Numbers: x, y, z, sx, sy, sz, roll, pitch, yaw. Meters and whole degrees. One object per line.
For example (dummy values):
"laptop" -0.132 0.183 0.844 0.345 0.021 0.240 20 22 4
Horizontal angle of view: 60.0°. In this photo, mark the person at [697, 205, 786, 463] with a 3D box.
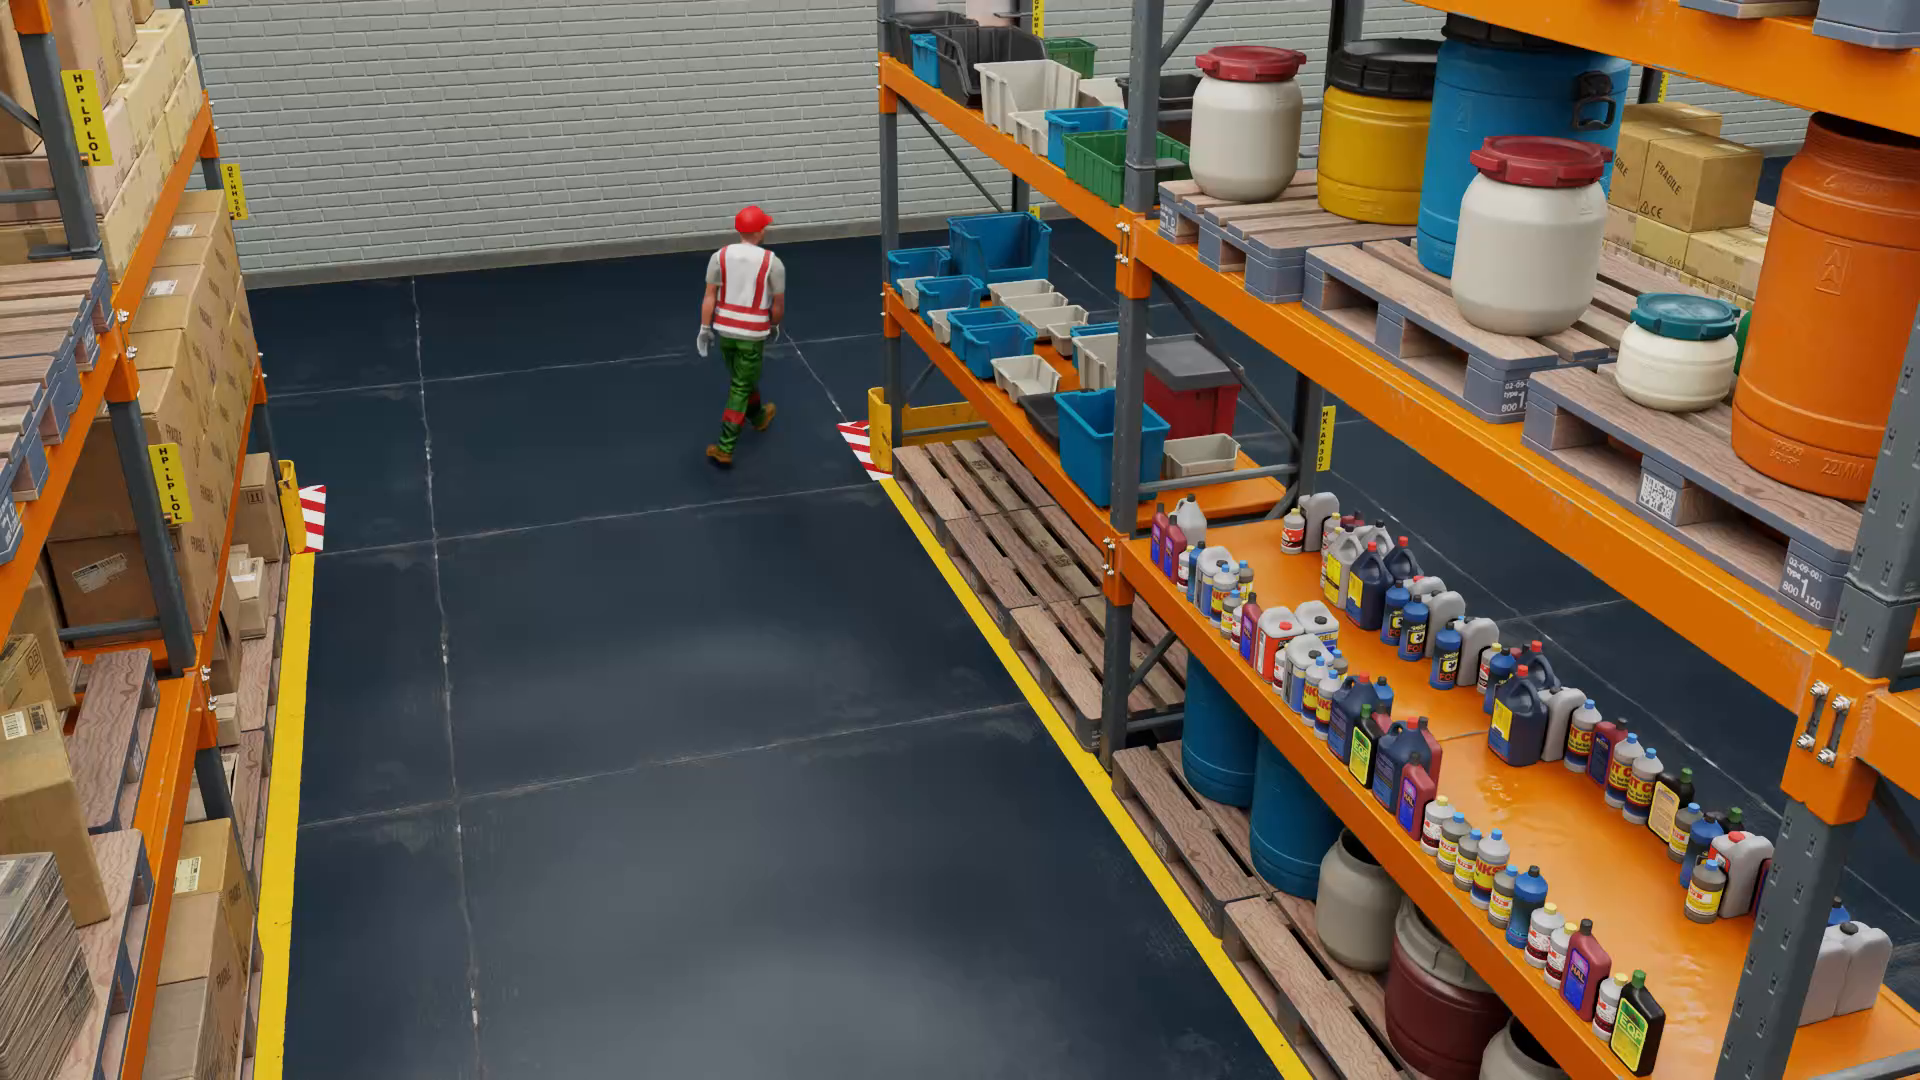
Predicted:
"person" -1.470 -1.478 11.615 0.571 1.729 0.968 7 27 13
